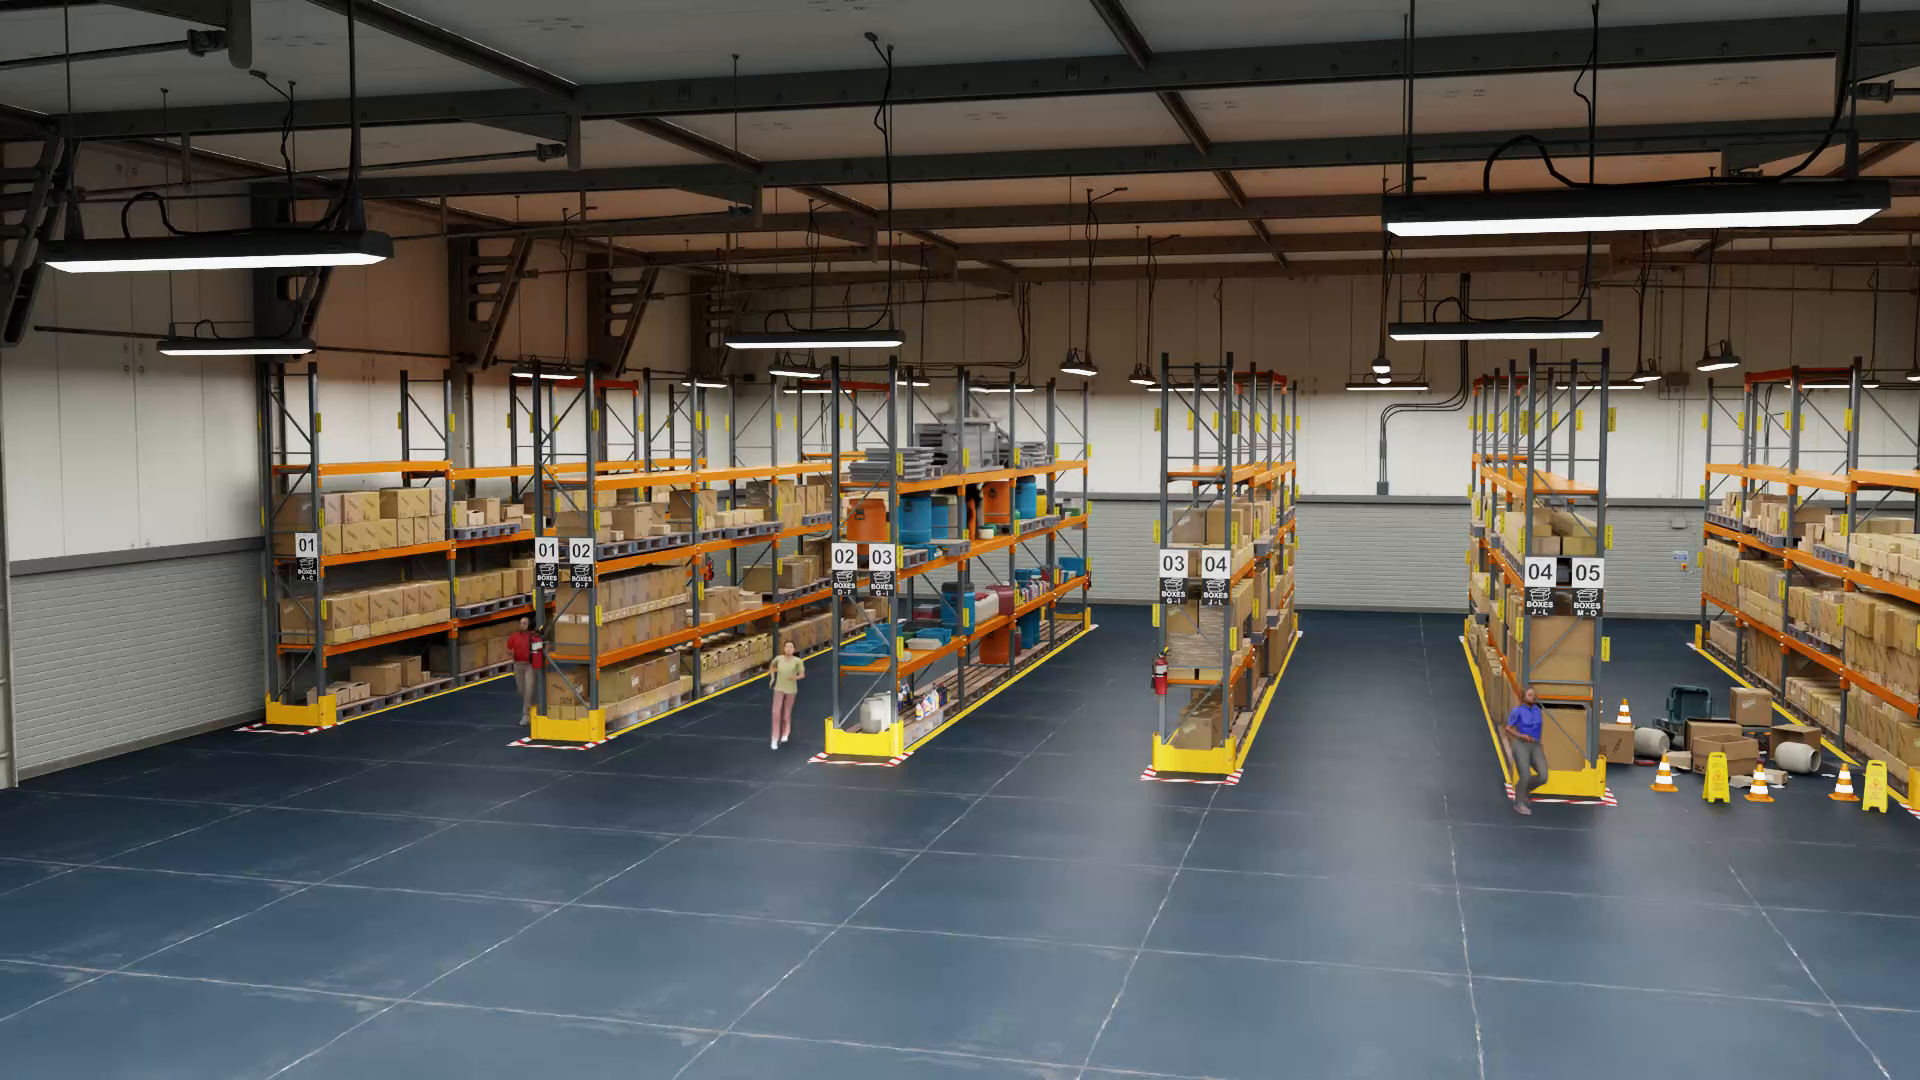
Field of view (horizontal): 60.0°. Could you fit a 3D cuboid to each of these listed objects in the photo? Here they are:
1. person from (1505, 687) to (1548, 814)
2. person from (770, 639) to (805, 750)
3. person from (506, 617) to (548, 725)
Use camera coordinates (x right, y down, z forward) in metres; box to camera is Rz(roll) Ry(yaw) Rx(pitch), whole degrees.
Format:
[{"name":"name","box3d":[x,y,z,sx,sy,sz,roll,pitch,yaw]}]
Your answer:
[{"name":"person","box3d":[7.301,2.702,21.323,0.607,1.629,0.557,-1,4,-16]},{"name":"person","box3d":[-2.679,2.383,25.763,0.563,1.695,0.677,0,4,-1]},{"name":"person","box3d":[-7.285,2.159,27.890,0.659,1.738,0.966,0,4,3]}]
